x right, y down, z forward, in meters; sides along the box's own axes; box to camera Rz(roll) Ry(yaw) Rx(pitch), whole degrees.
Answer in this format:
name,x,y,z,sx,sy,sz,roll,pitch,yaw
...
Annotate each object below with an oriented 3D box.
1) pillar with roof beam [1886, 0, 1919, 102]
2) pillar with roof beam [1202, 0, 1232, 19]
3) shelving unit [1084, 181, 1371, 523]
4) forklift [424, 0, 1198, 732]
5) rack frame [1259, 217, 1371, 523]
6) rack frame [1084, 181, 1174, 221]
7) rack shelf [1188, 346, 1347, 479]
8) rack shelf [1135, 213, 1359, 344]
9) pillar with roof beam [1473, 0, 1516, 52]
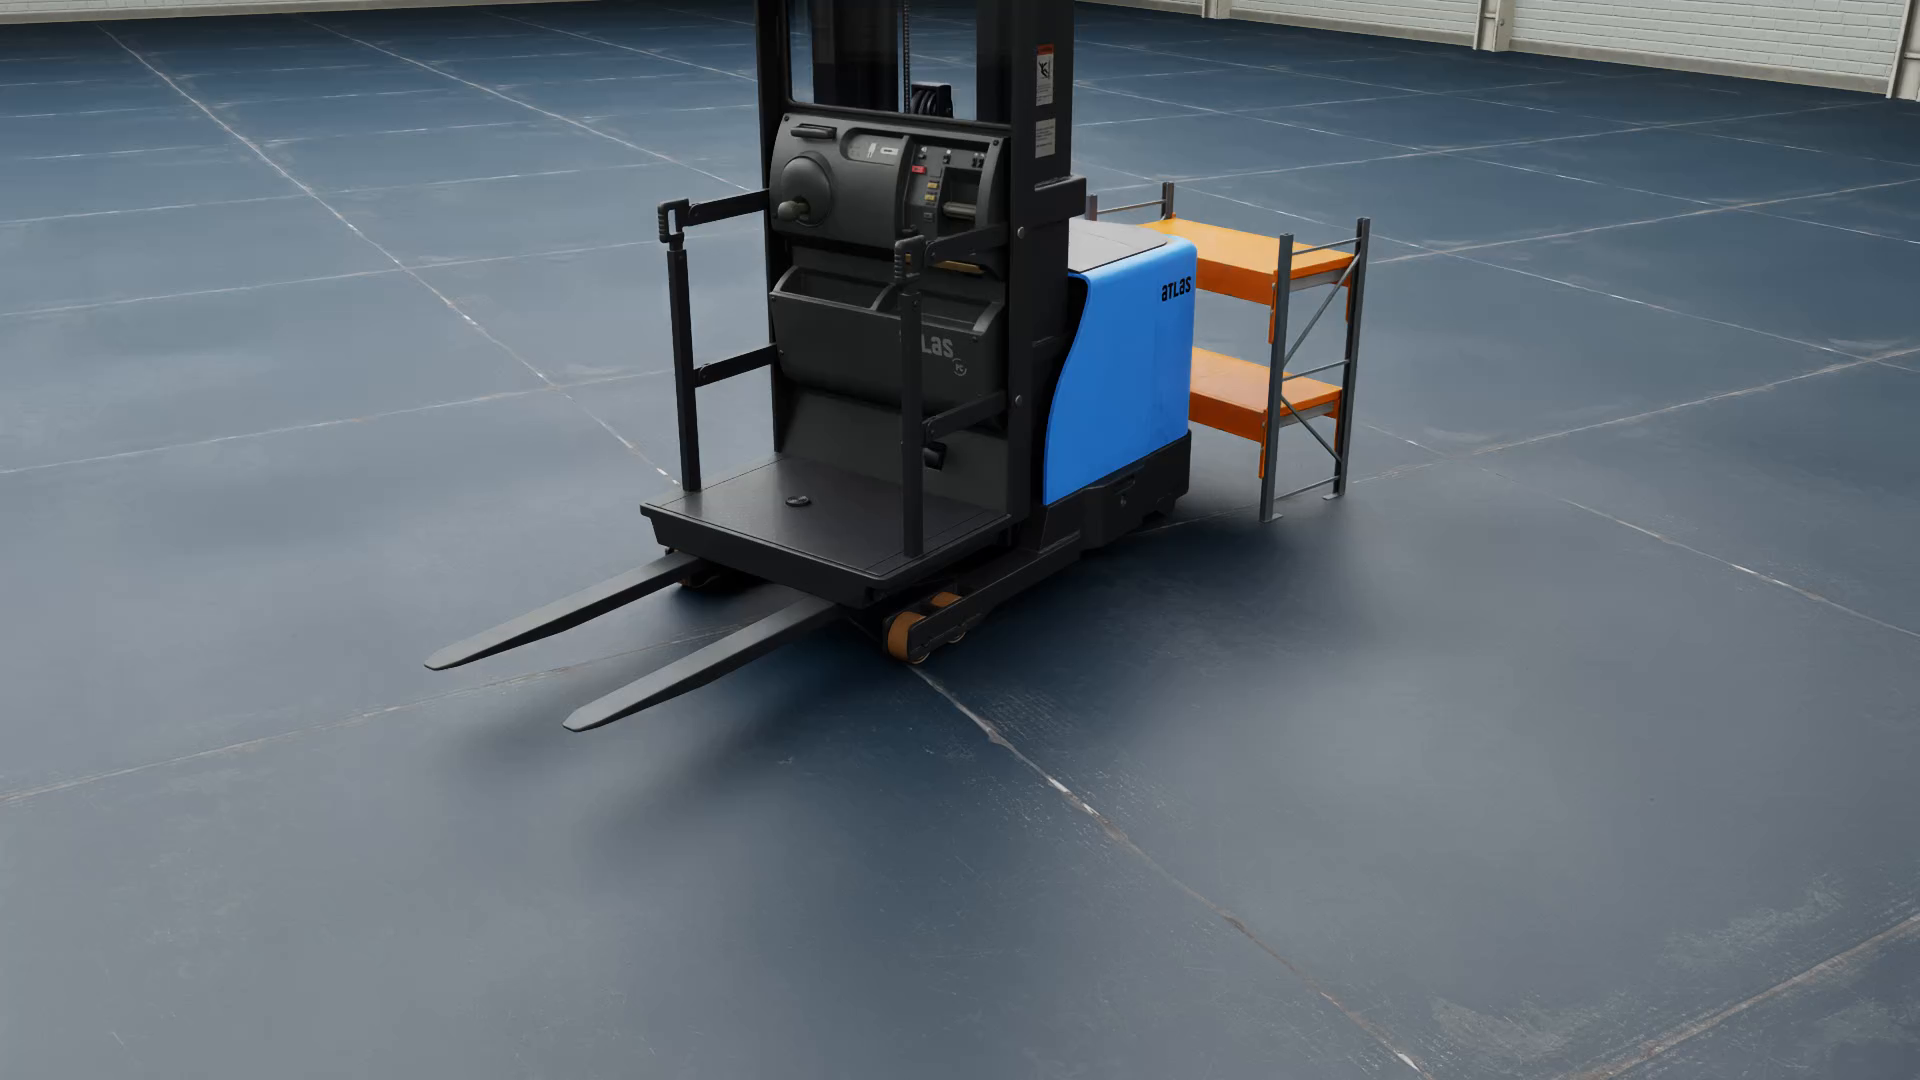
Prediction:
name,x,y,z,sx,sy,sz,roll,pitch,yaw
pillar with roof beam,6.704,-8.170,14.461,9.100,9.000,0.400,-13,25,-28
pillar with roof beam,0.574,-12.054,24.018,9.100,9.000,0.400,-13,25,-28
shelving unit,1.039,-0.797,6.778,0.538,1.125,1.048,-18,28,-37
forklift,-0.381,-1.169,5.295,1.130,2.935,3.031,16,27,34
rack frame,1.367,-0.651,6.418,0.500,1.125,0.032,-18,28,-37
rack frame,0.710,-0.943,7.138,0.500,1.125,0.032,-18,28,-37
rack shelf,1.039,-0.570,6.870,0.538,0.278,1.000,-18,28,-37
rack shelf,1.039,-1.068,6.668,0.538,0.278,1.000,-18,28,-37
pillar with roof beam,3.639,-10.112,19.239,9.100,9.000,0.400,-13,25,-28
